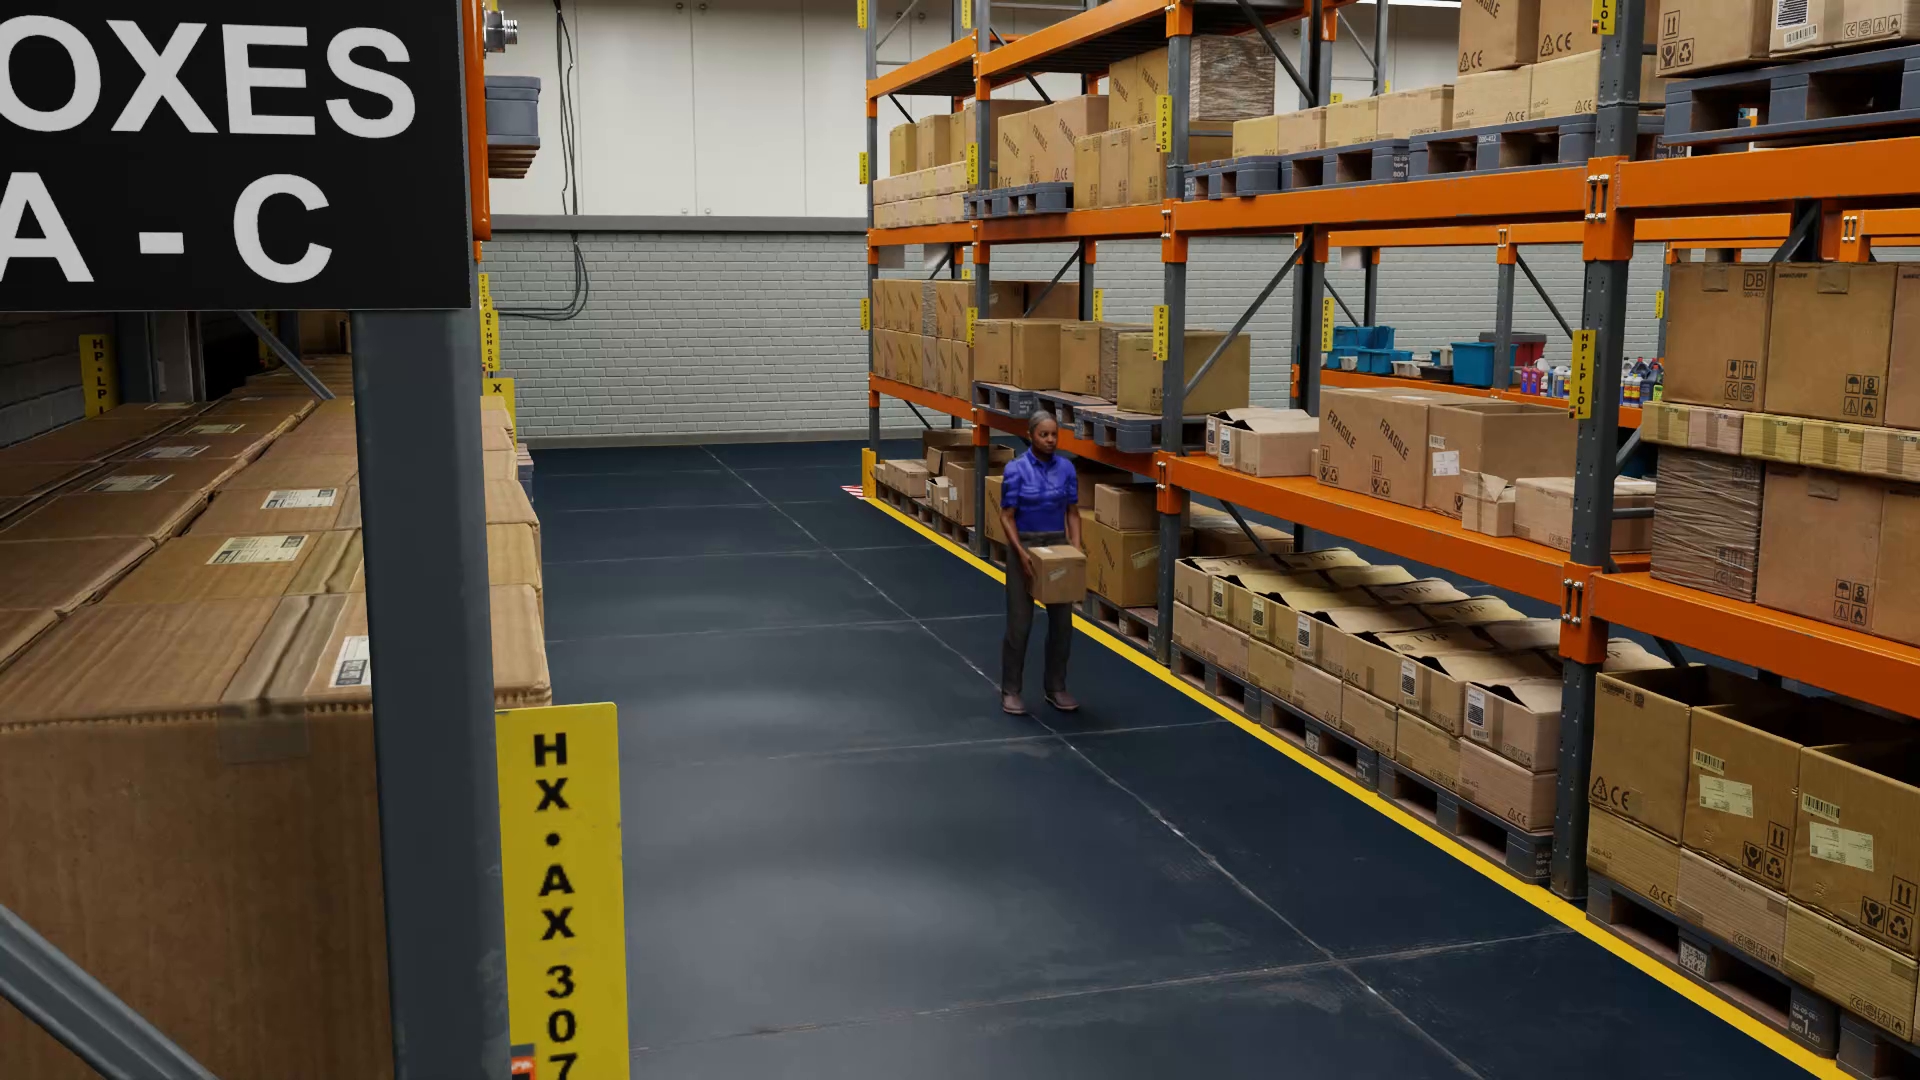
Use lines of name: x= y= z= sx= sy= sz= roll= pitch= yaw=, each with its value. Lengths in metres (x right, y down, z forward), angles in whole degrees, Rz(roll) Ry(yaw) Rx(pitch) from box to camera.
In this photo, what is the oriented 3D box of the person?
person: x=0.457 y=0.118 z=9.155 sx=0.478 sy=1.663 sz=0.405 roll=-3 pitch=10 yaw=-17
